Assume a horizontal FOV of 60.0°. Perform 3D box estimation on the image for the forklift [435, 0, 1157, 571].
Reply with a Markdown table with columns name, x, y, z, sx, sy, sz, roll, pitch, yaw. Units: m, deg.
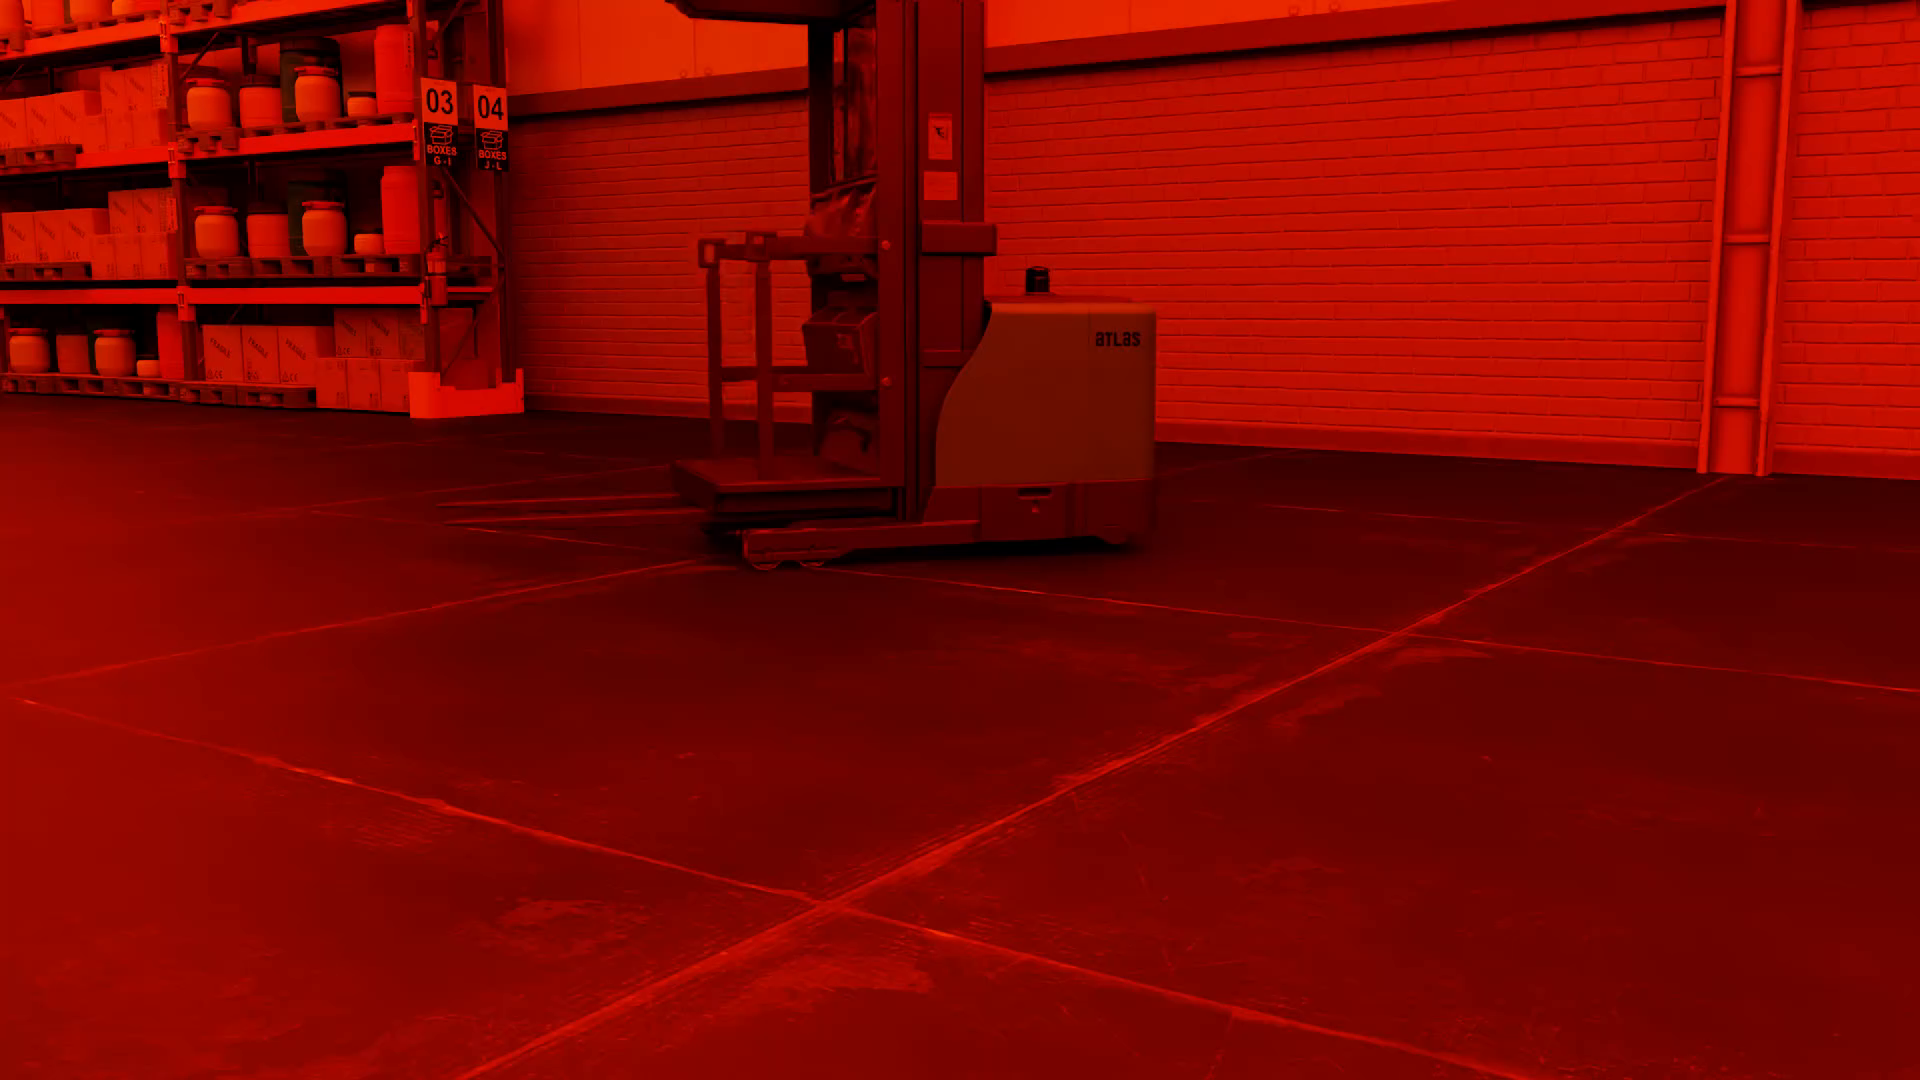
| name | x | y | z | sx | sy | sz | roll | pitch | yaw |
| --- | --- | --- | --- | --- | --- | --- | --- | --- | --- |
| forklift | -0.701 | -1.411 | 7.115 | 3.031 | 2.935 | 1.130 | -3 | 9 | -20 |
